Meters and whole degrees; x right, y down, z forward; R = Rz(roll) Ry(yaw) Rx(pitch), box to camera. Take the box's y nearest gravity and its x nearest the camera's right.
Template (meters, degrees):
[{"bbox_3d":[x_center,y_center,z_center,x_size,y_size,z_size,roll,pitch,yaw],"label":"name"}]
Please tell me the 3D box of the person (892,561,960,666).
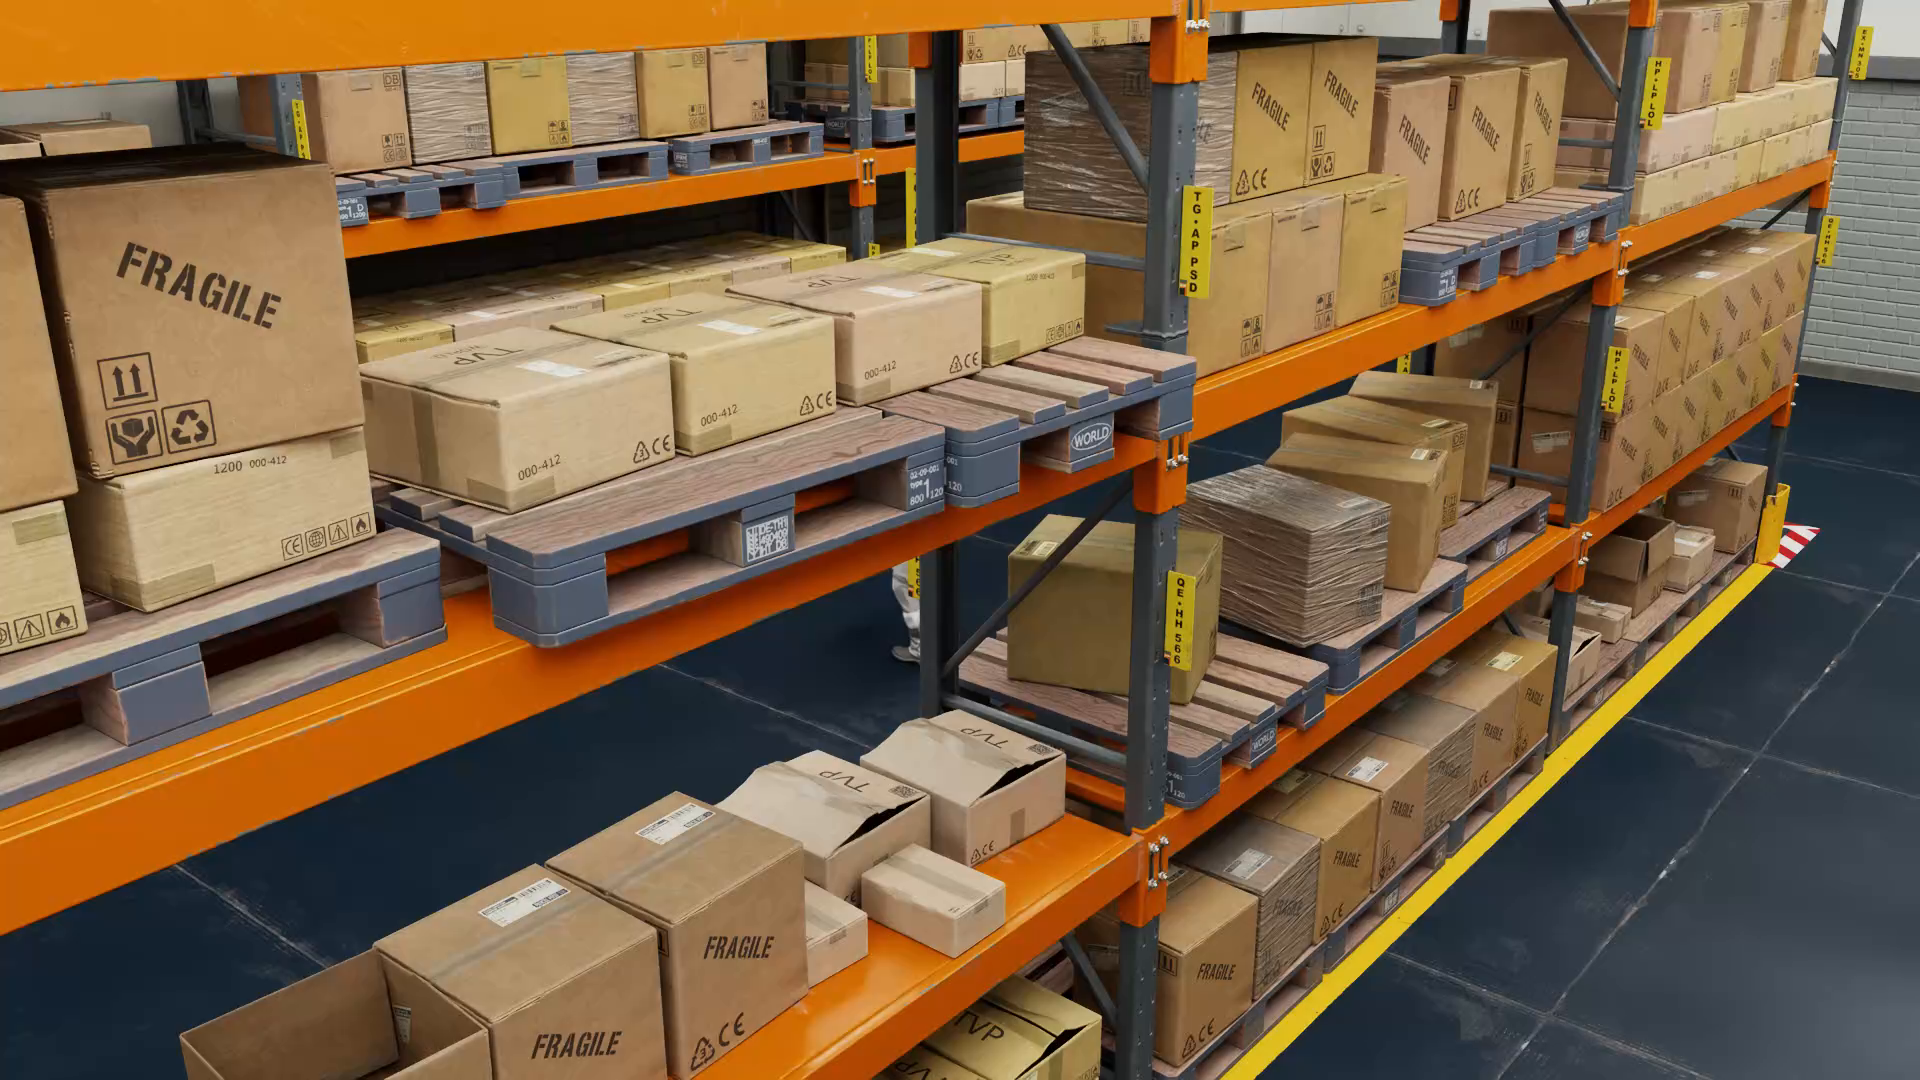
[{"bbox_3d":[-0.337,-0.053,10.061,0.823,1.528,0.489,15,25,35],"label":"person"}]
